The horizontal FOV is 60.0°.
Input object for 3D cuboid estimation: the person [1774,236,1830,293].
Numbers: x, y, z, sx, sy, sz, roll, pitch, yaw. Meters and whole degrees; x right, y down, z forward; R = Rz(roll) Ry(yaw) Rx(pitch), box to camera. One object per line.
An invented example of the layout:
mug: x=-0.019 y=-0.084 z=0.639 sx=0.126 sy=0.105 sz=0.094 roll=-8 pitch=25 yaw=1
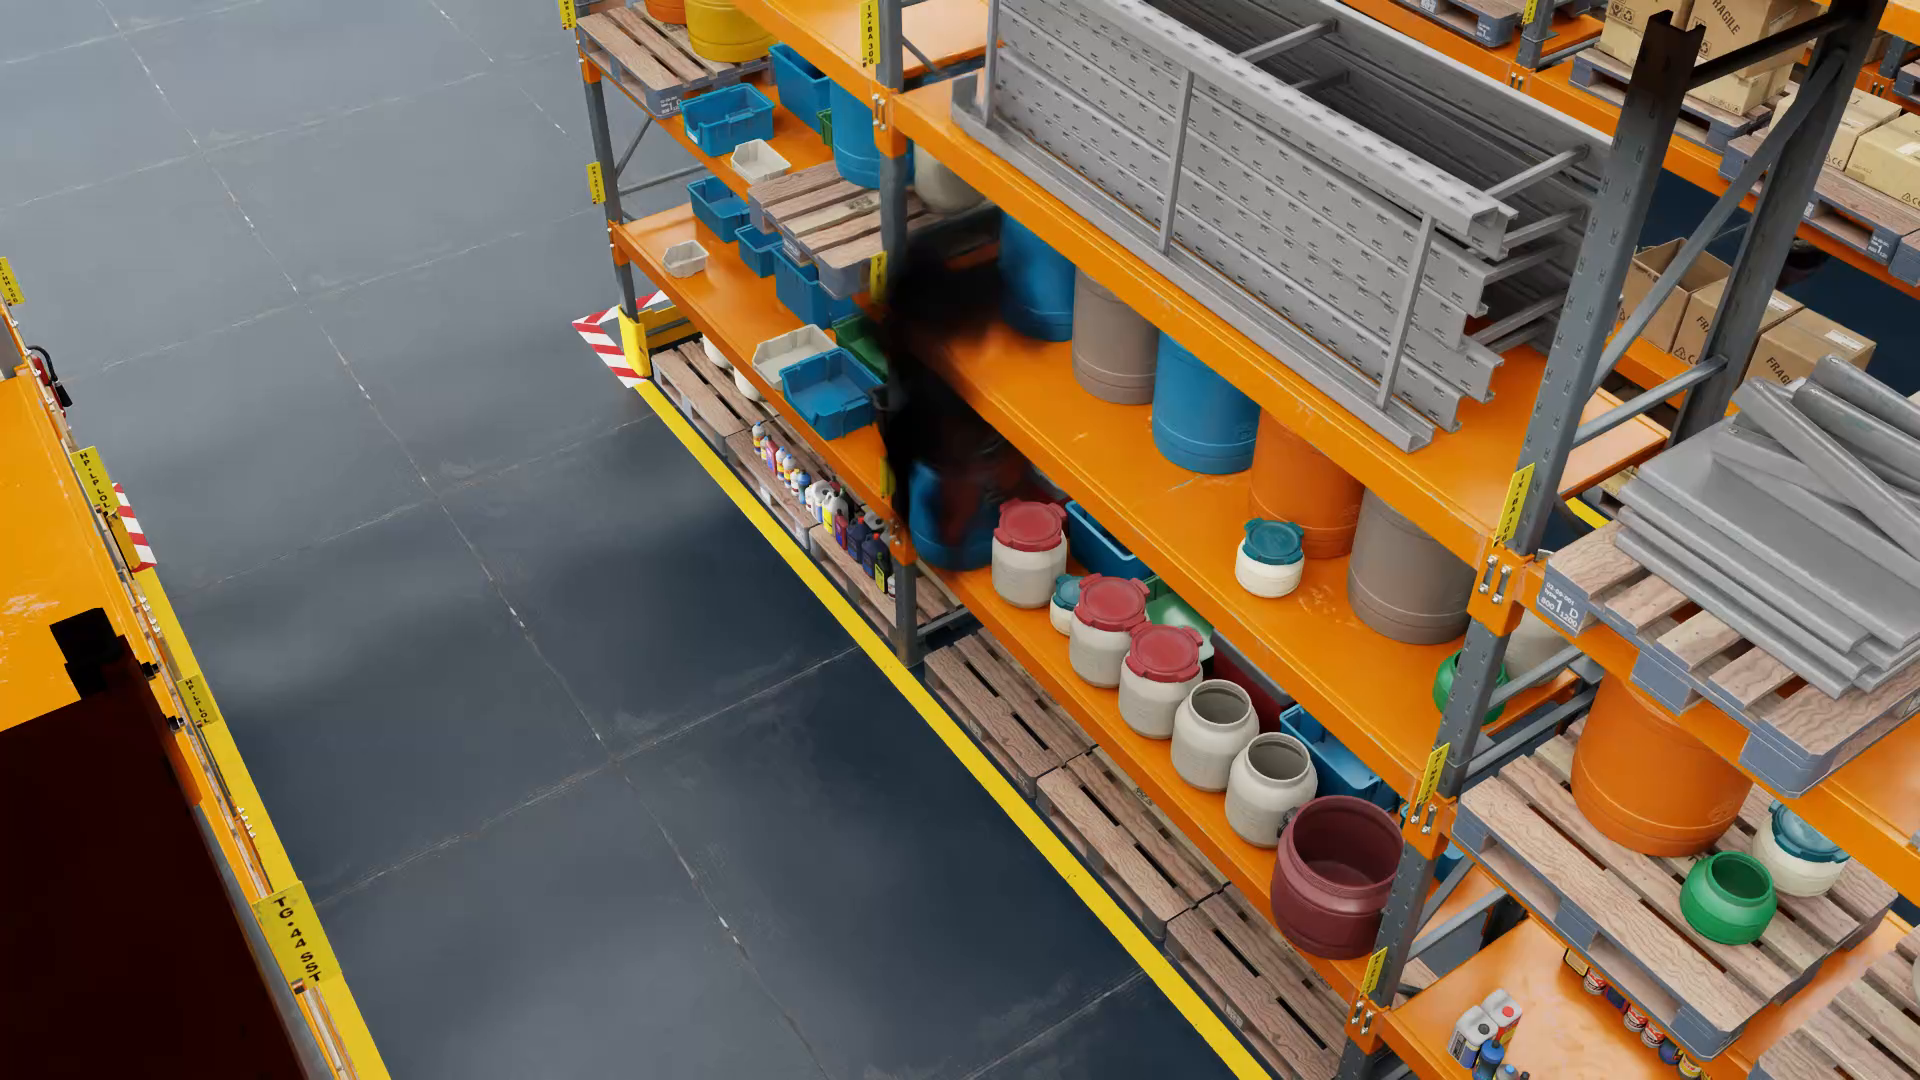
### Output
person: x=6.540 y=-2.194 z=12.910 sx=0.657 sy=1.672 sz=0.609 roll=-32 pitch=51 yaw=-30
